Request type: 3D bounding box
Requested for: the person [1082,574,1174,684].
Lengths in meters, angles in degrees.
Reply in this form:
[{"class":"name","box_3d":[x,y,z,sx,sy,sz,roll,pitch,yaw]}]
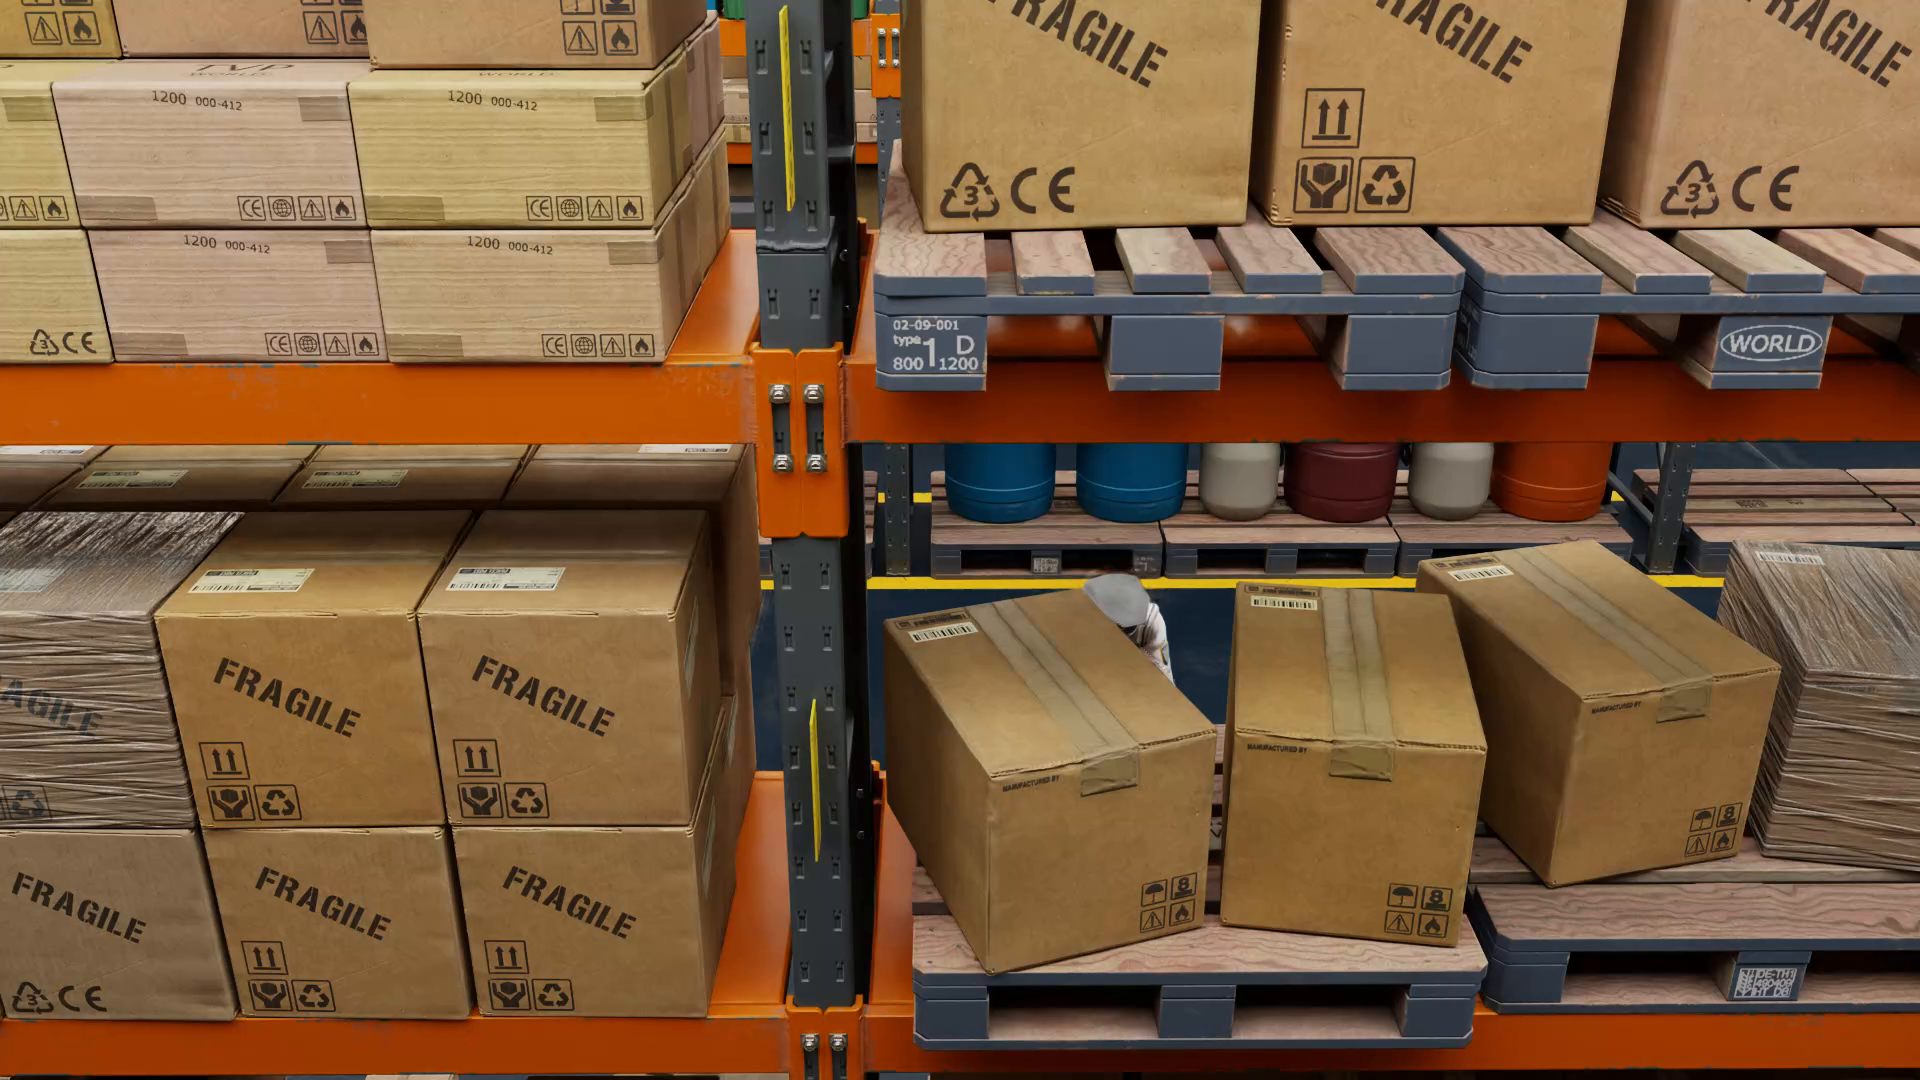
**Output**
[{"class":"person","box_3d":[0.533,0.611,6.277,0.529,1.235,0.776,0,24,0]}]
